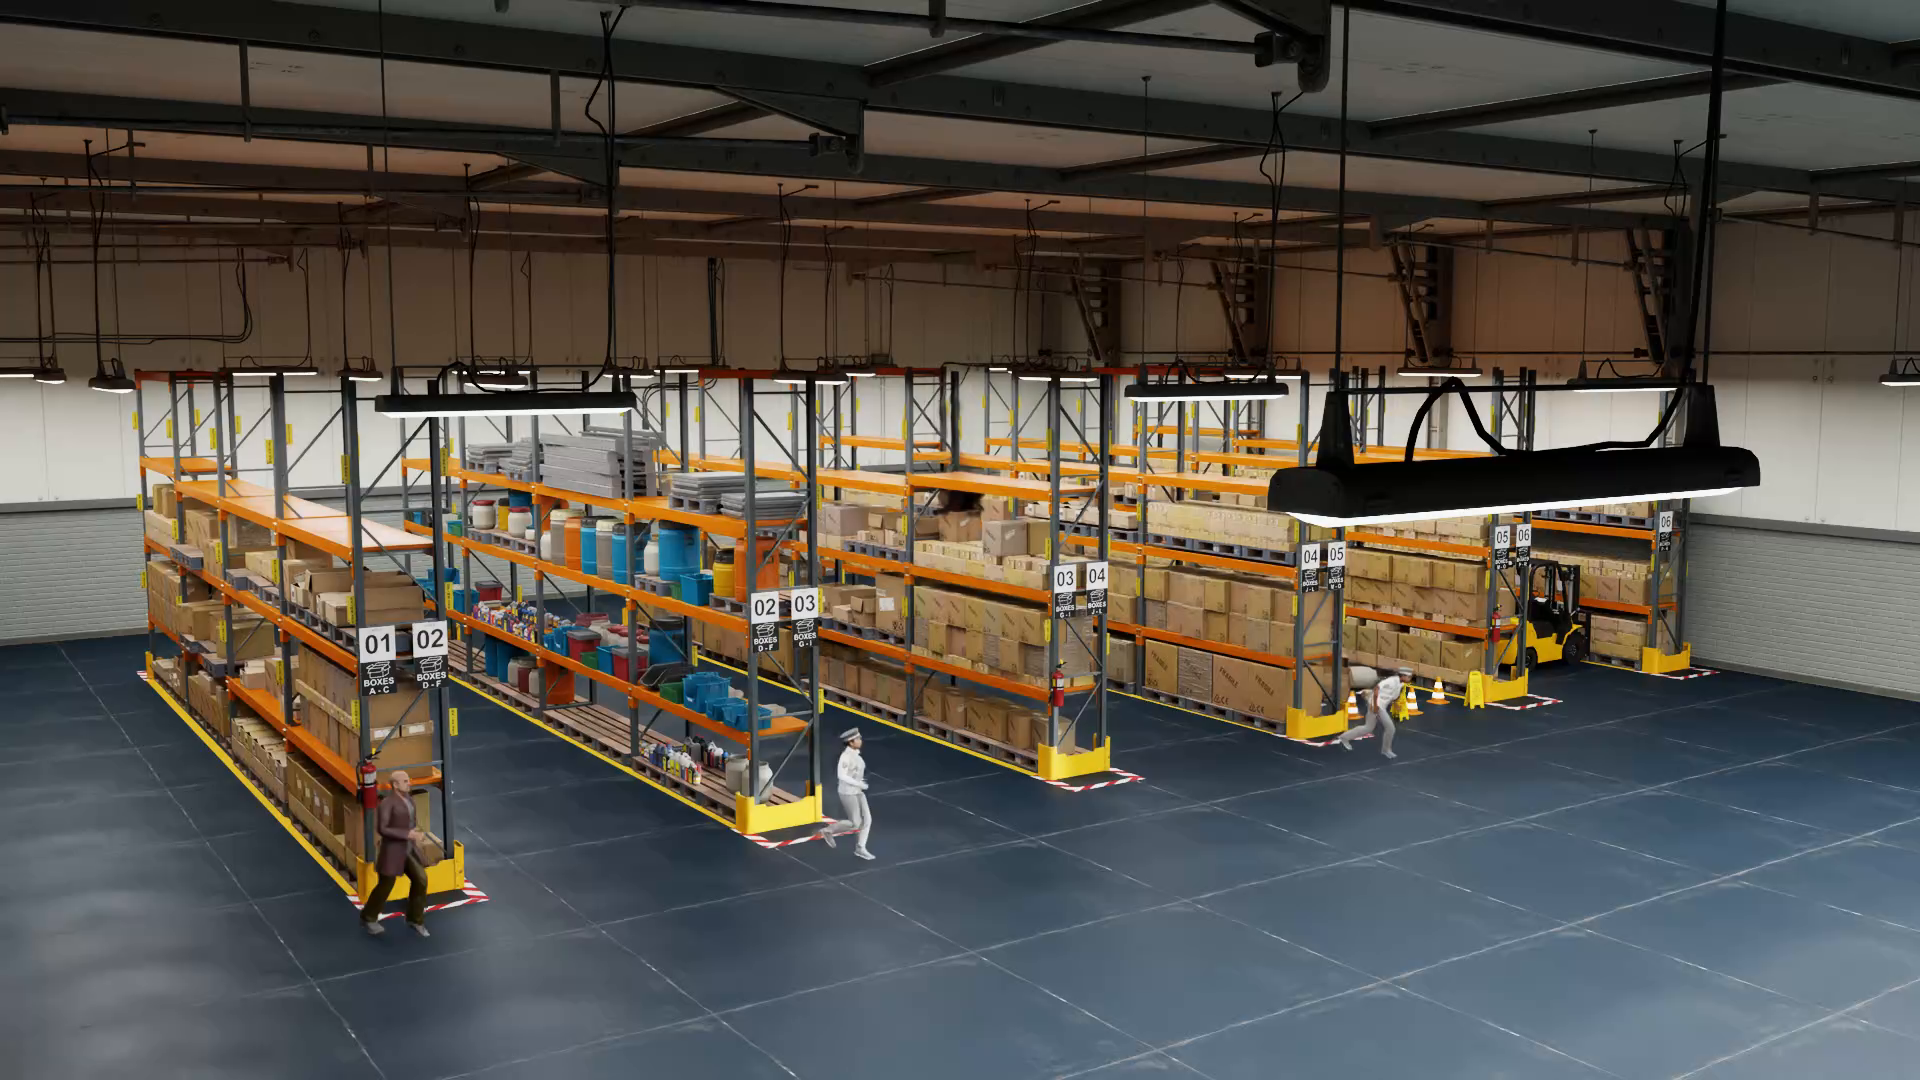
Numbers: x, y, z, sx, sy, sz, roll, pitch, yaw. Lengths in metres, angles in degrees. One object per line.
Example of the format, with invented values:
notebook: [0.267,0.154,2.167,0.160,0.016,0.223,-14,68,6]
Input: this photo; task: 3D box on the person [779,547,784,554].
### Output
person: [-4.370,0.984,39.960,0.678,1.746,0.593,-1,7,-13]

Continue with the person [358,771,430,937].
person: [-6.127,3.425,18.116,0.803,1.863,0.752,2,7,16]

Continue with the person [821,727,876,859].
person: [-1.403,3.178,20.845,0.704,1.698,0.656,1,7,13]

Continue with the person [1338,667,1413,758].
person: [6.539,2.687,26.176,1.119,1.469,0.564,3,7,27]
